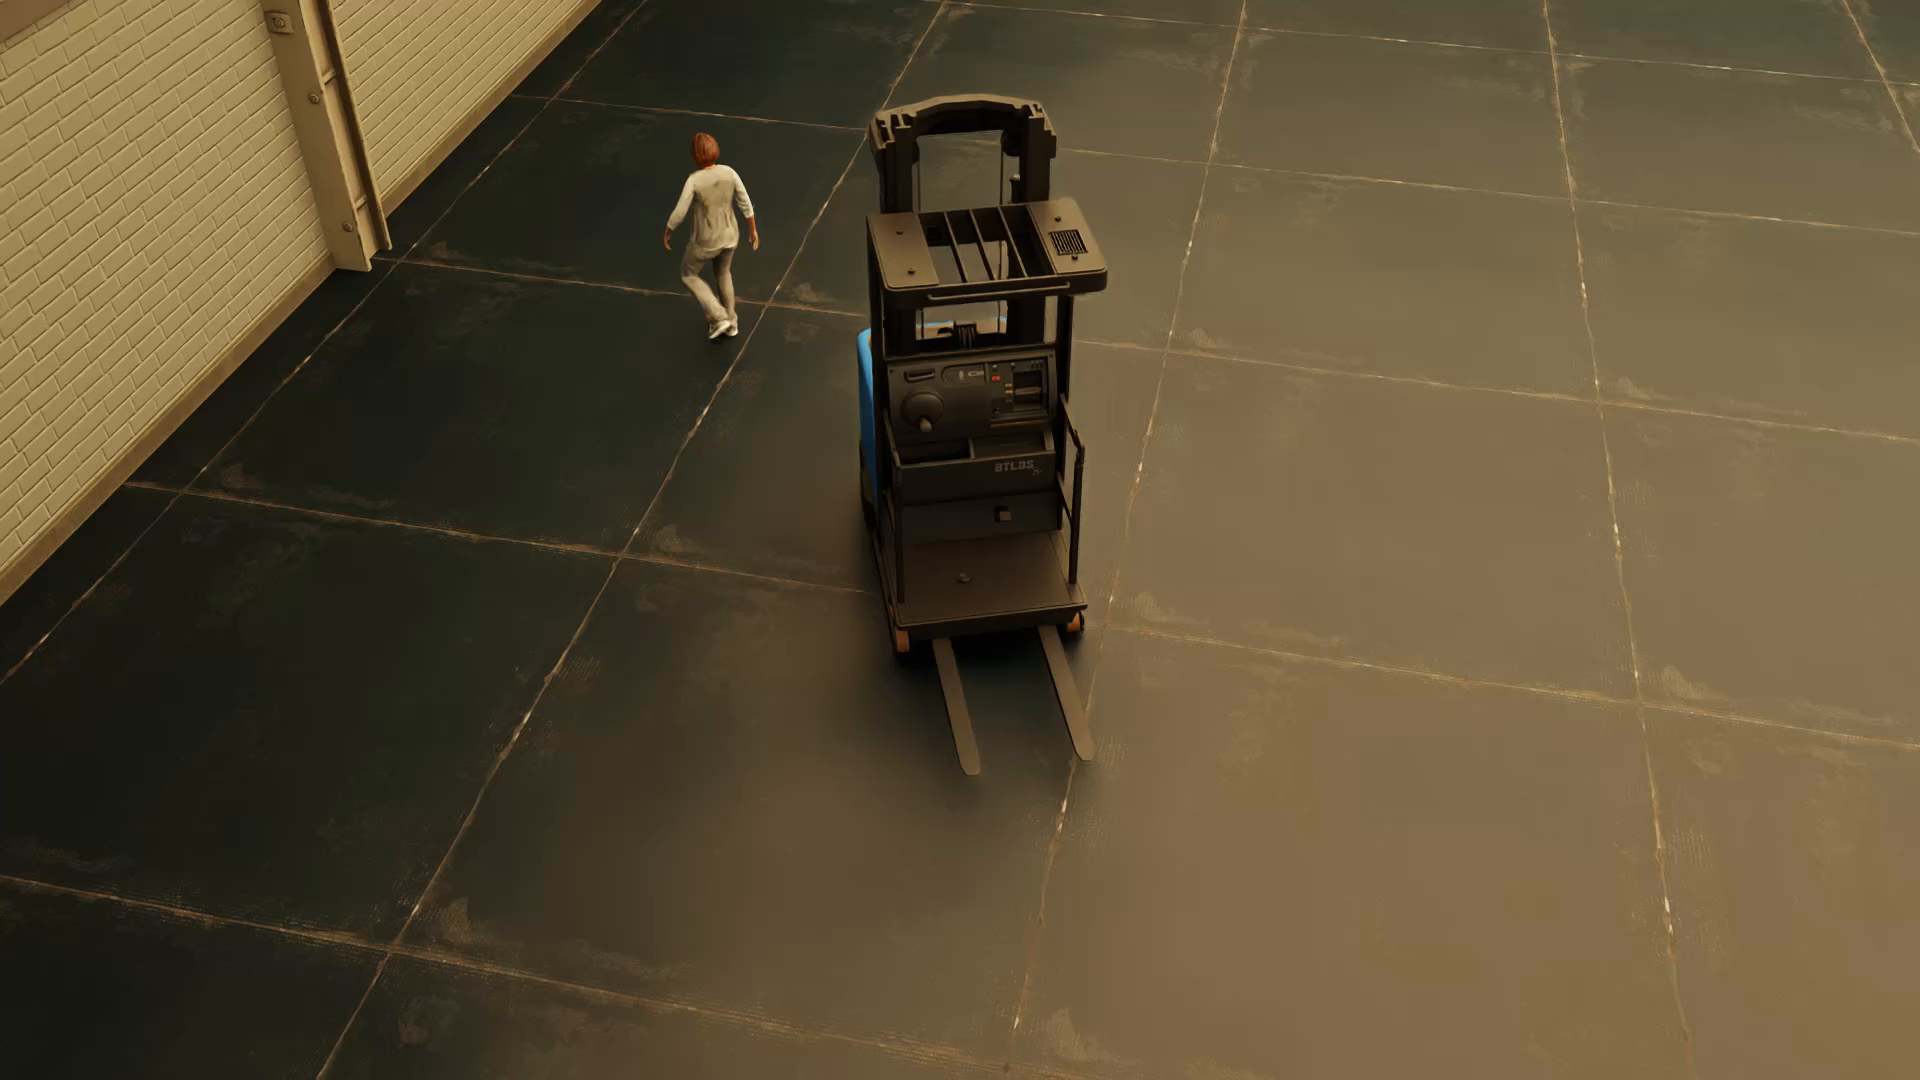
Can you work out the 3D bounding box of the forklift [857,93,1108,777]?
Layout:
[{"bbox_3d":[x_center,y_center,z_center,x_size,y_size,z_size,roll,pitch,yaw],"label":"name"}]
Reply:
[{"bbox_3d":[0.108,-0.732,8.931,1.130,2.935,3.031,-6,40,-8],"label":"forklift"}]

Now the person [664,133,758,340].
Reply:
[{"bbox_3d":[-1.719,-2.092,11.643,0.600,1.578,0.443,-27,47,-29],"label":"person"}]
